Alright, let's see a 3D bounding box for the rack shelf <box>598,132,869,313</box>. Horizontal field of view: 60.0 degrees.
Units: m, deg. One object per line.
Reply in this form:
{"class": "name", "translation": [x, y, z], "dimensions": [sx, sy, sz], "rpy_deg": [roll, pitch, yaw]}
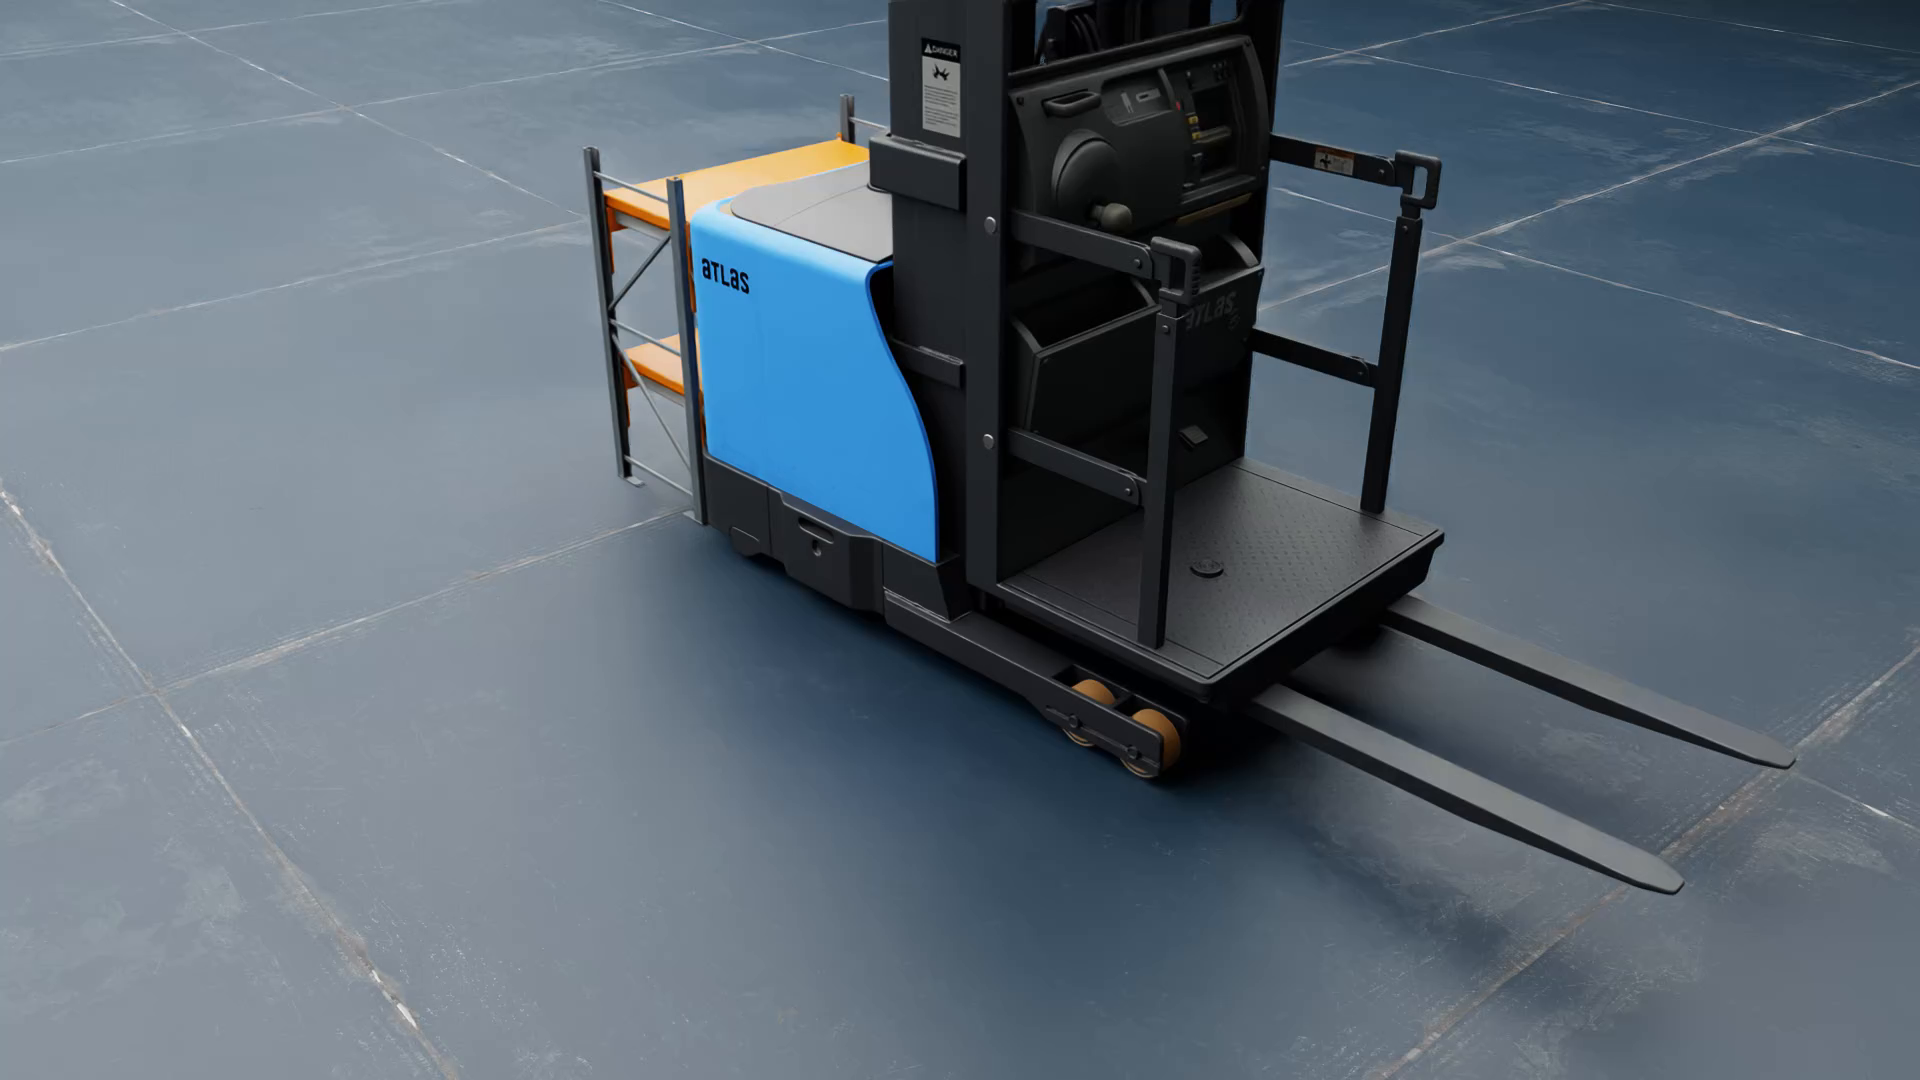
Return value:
{"class": "rack shelf", "translation": [-0.610, -1.052, 5.405], "dimensions": [1.000, 0.278, 0.538], "rpy_deg": [-23, 36, -37]}

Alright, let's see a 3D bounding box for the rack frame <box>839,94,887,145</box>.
{"class": "rack frame", "translation": [-0.236, -0.957, 5.847], "dimensions": [0.032, 1.125, 0.500], "rpy_deg": [-23, 36, -37]}

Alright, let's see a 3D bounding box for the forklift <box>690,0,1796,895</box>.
{"class": "forklift", "translation": [0.615, -0.979, 3.972], "dimensions": [3.031, 2.935, 1.130], "rpy_deg": [25, 37, 38]}

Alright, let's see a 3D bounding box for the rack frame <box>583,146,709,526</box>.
{"class": "rack frame", "translation": [-0.983, -0.632, 5.239], "dimensions": [0.032, 1.125, 0.500], "rpy_deg": [-23, 36, -37]}

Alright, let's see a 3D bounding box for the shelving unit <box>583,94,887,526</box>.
{"class": "shelving unit", "translation": [-0.610, -0.794, 5.543], "dimensions": [1.048, 1.125, 0.538], "rpy_deg": [-23, 36, -37]}

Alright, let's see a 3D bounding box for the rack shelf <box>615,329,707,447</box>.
{"class": "rack shelf", "translation": [-0.610, -0.579, 5.658], "dimensions": [1.000, 0.278, 0.538], "rpy_deg": [-23, 36, -37]}
